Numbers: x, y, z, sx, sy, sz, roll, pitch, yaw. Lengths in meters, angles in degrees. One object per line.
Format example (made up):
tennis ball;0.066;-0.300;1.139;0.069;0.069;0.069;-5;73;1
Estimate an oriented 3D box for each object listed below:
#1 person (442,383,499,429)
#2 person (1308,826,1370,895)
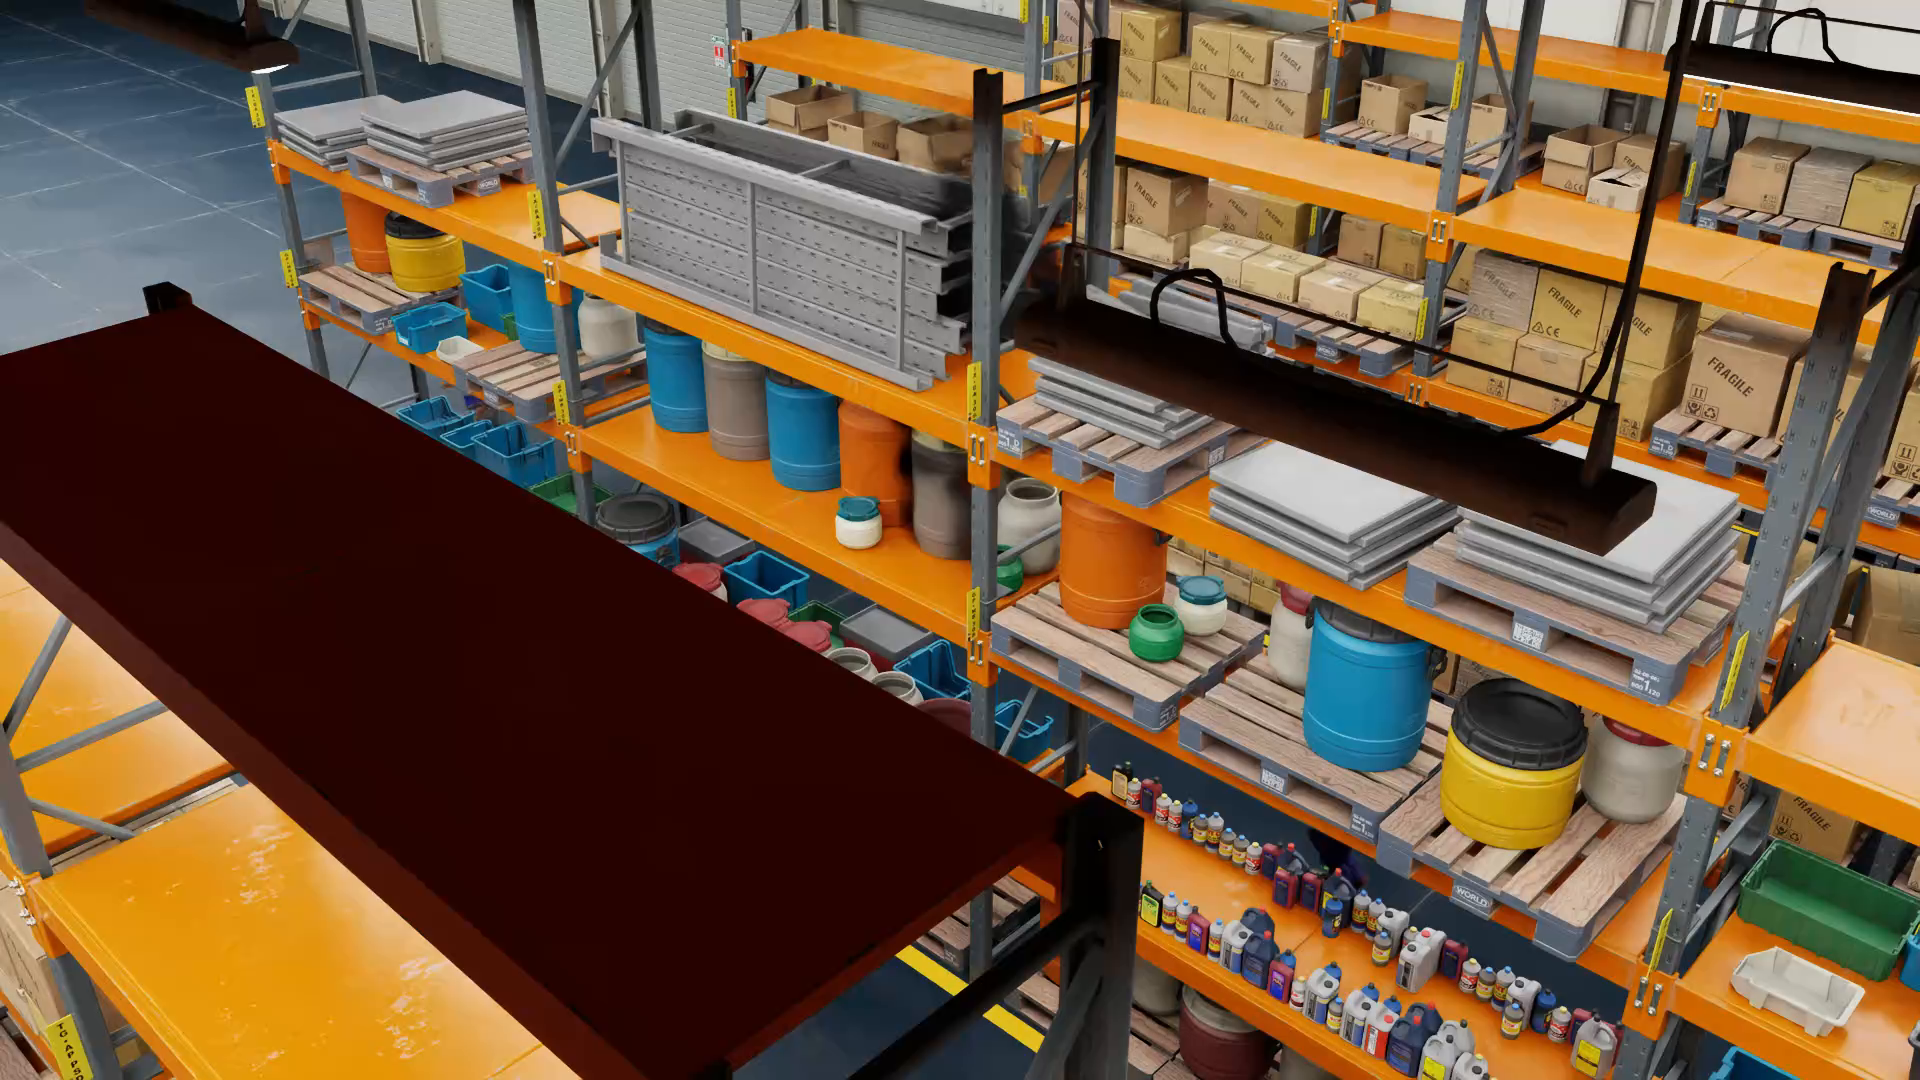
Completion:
person;-4.805;-1.247;16.734;0.876;1.682;0.571;-3;29;-4
person;2.551;1.860;11.284;0.583;1.613;0.587;22;36;34
